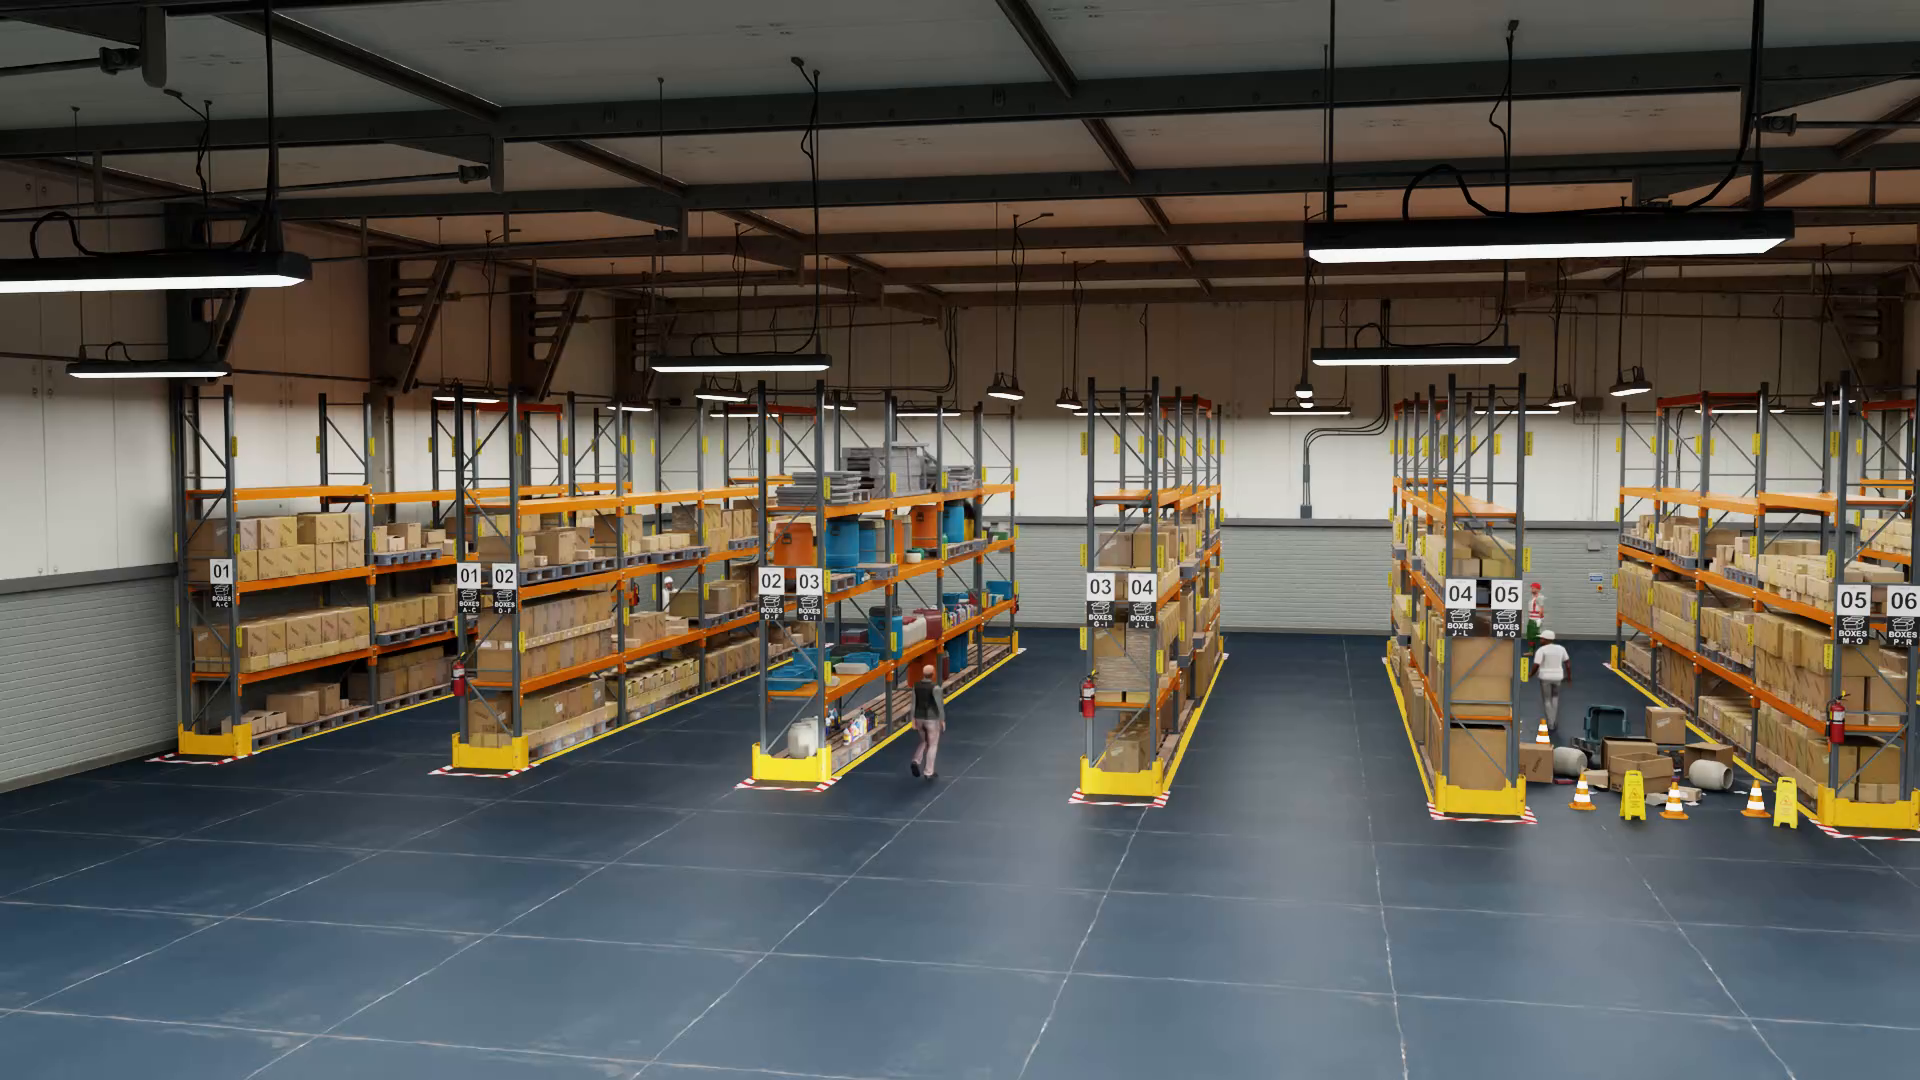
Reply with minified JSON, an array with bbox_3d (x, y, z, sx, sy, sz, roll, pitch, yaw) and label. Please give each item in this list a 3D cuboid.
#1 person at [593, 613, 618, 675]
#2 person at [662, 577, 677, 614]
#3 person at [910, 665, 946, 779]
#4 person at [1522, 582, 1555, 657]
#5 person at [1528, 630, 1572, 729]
[{"bbox_3d":[-7.713,2.151,36.470,0.574,1.671,0.667,3,4,44],"label":"person"},{"bbox_3d":[-7.274,1.792,41.541,0.512,1.715,1.001,0,3,3],"label":"person"},{"bbox_3d":[-0.485,2.728,24.982,0.542,1.714,0.481,3,4,41],"label":"person"},{"bbox_3d":[13.753,1.893,39.544,0.709,1.771,0.572,0,3,8],"label":"person"},{"bbox_3d":[10.506,2.507,29.588,0.751,1.787,0.622,1,3,10],"label":"person"}]
